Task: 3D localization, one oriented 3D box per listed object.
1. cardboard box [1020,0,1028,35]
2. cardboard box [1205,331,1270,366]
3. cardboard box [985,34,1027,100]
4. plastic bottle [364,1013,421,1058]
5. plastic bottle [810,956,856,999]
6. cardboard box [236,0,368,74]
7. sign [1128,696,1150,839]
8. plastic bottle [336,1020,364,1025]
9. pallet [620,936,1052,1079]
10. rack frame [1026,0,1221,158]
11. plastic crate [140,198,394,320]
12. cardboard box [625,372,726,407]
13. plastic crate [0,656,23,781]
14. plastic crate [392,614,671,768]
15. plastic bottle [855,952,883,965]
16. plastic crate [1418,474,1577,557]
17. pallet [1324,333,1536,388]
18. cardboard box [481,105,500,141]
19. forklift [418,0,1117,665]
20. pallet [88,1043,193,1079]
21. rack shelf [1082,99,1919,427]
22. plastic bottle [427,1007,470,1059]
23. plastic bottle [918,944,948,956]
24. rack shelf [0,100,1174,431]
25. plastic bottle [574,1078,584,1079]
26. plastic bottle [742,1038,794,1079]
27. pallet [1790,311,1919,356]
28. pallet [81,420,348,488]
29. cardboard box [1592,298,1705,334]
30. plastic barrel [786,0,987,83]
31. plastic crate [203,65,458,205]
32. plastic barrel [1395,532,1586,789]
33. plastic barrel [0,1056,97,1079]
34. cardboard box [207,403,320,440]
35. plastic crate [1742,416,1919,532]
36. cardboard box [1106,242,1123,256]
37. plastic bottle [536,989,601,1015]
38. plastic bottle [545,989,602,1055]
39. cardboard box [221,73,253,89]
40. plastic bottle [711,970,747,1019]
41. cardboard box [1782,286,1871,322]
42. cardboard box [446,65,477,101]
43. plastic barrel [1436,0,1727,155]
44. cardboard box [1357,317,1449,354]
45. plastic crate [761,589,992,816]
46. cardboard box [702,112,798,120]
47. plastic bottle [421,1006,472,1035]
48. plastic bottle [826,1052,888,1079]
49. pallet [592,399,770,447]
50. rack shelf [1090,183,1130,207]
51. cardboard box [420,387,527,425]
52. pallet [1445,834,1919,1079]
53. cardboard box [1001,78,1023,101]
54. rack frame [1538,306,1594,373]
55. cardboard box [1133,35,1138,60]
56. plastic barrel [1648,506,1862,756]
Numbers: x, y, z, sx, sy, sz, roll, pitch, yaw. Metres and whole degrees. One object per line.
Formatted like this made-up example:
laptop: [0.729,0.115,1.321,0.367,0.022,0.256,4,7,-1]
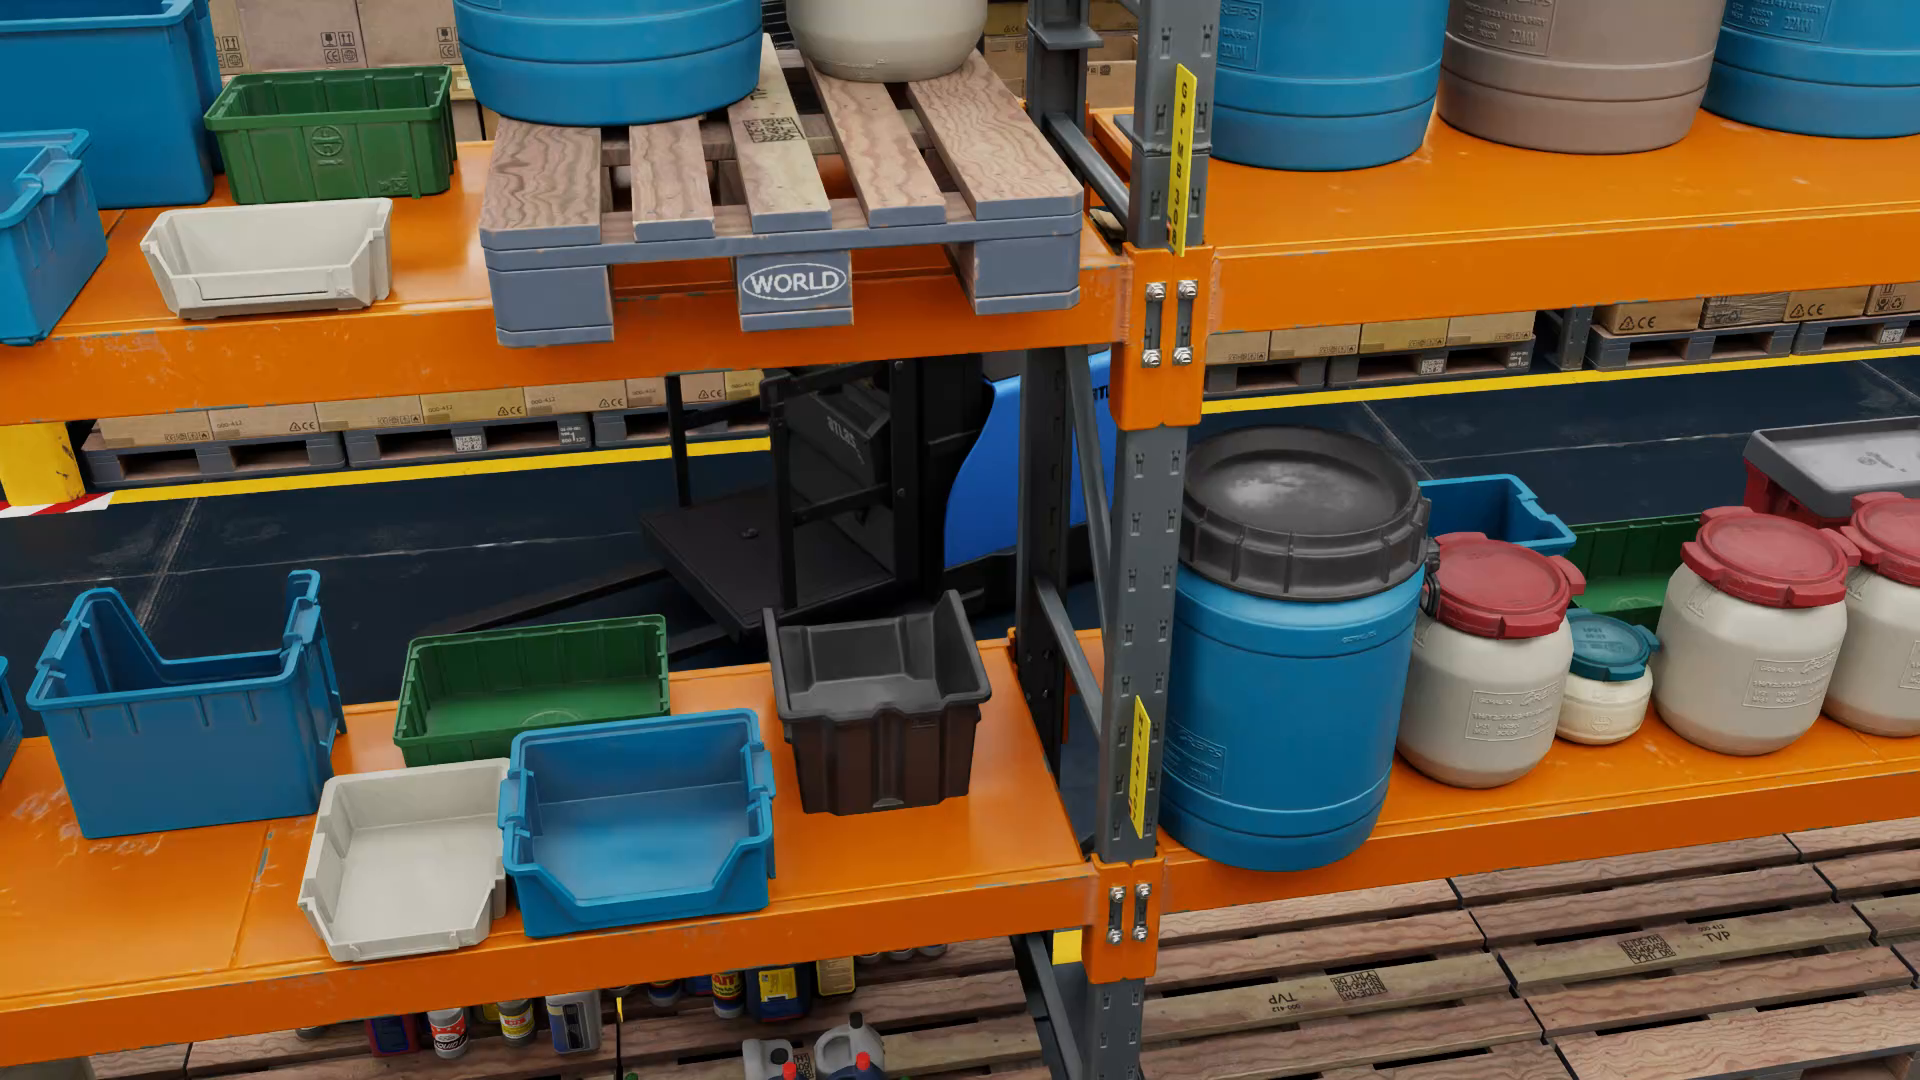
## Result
cardboard box: [0.680,-4.232,13.280,0.500,0.250,0.500,-5,31,-9]
cardboard box: [1.371,-1.173,9.085,0.500,0.250,0.500,-5,31,-8]
cardboard box: [0.251,-3.879,13.420,0.500,0.500,0.700,-5,31,-8]
plastic bottle: [-1.628,1.350,4.740,0.133,0.283,0.061,-5,31,-9]
plastic bottle: [-0.380,1.234,4.937,0.133,0.283,0.061,-5,31,-9]
cardboard box: [-2.991,-2.499,7.662,0.500,0.500,0.700,-5,31,-9]
sign: [0.394,0.502,3.663,0.005,0.325,0.100,-5,31,-9]
plastic bottle: [-1.789,1.287,4.848,0.133,0.283,0.061,-5,31,-8]
pallet: [-0.362,1.589,4.840,1.213,0.211,1.003,-5,31,-9]
rack frame: [0.306,-2.240,2.681,0.127,3.000,1.000,-5,31,-9]
plastic crate: [-1.200,-0.485,2.916,0.396,0.136,0.243,-5,31,-9]
cardboard box: [-1.493,-0.927,8.666,0.500,0.250,0.500,-5,31,-9]
plastic crate: [-2.550,0.524,4.046,0.408,0.251,0.499,-5,31,-9]
plastic crate: [-1.080,0.421,4.284,0.662,0.188,0.450,-5,31,-9]
plastic bottle: [-0.286,1.192,5.090,0.097,0.201,0.097,0,30,0]
plastic crate: [1.335,0.097,4.641,0.575,0.384,0.392,-5,31,-9]
pallet: [2.535,-1.231,9.636,1.213,0.211,1.003,-5,31,-9]
cardboard box: [-2.030,-2.028,8.141,0.500,0.500,0.700,-5,31,-8]
forklift: [-0.721,-0.969,6.507,3.031,2.935,1.130,-18,35,-28]
pallet: [-2.762,1.812,4.461,1.213,0.211,1.003,-5,31,-9]
rack shelf: [2.273,-0.819,3.934,4.000,0.370,1.077,-5,31,-9]
plastic bottle: [-1.471,1.380,4.770,0.097,0.201,0.097,0,30,0]
plastic bottle: [-0.086,1.143,5.104,0.097,0.271,0.097,0,30,0]
rack shelf: [-1.661,-0.454,3.313,4.000,0.370,1.077,-5,31,-9]
plastic bottle: [-0.962,1.537,4.423,0.133,0.283,0.061,-5,31,-9]
plastic bottle: [-0.516,1.479,4.528,0.135,0.276,0.152,-5,31,-9]
pallet: [5.291,-1.446,10.001,1.213,0.211,1.003,-5,31,-9]
pallet: [-3.772,-0.647,8.642,1.213,0.211,1.003,-5,31,-9]
cardboard box: [3.851,-1.500,9.374,0.500,0.500,0.500,-4,31,-7]
plastic barrel: [-0.153,-1.235,3.406,0.421,0.512,0.421,0,30,0]
plastic crate: [-1.295,-0.847,3.481,0.450,0.188,0.336,-5,31,-9]
plastic barrel: [1.287,0.310,4.130,0.433,0.535,0.433,0,30,0]
plastic barrel: [-2.502,1.459,4.350,0.421,0.512,0.421,0,30,0]
cardboard box: [-3.458,-0.740,8.347,0.500,0.250,0.500,-5,31,-9]
plastic crate: [2.596,-0.052,4.815,0.583,0.464,0.402,-5,31,-9]
cardboard box: [0.871,-1.366,8.858,0.500,0.311,0.500,-6,31,-11]
plastic bottle: [-1.167,1.221,4.893,0.185,0.351,0.144,-6,31,-9]
plastic bottle: [-1.115,1.325,4.790,0.135,0.276,0.152,-5,31,-9]
cardboard box: [-3.339,-2.079,7.588,0.250,0.149,0.380,-6,31,-10]
plastic bottle: [-0.684,1.273,4.883,0.097,0.271,0.097,0,30,0]
cardboard box: [4.860,-1.594,9.534,0.500,0.500,0.500,-6,31,-10]
cardboard box: [-2.321,-2.174,7.749,0.250,0.149,0.380,-4,31,-7]
plastic barrel: [1.411,-1.377,3.679,0.600,0.901,0.600,0,30,0]
cardboard box: [2.372,-1.266,9.242,0.500,0.250,0.500,-6,31,-10]
plastic crate: [-0.232,0.357,4.244,0.504,0.338,0.767,-5,31,-9]
cardboard box: [-1.018,-2.123,8.303,0.500,0.500,0.700,-6,31,-10]
plastic bottle: [-1.512,1.288,4.854,0.135,0.276,0.152,-6,31,-10]
plastic bottle: [-0.276,1.501,4.417,0.185,0.351,0.144,-6,31,-10]
pallet: [-1.372,-0.870,9.021,1.213,0.211,1.003,-5,31,-9]
rack shelf: [1.385,-1.996,8.895,4.000,0.370,1.077,-5,31,-9]
cardboard box: [-2.474,-0.828,8.498,0.500,0.250,0.500,-5,31,-9]
pallet: [2.274,1.344,5.256,1.213,0.211,1.003,-5,31,-9]
cardboard box: [0.249,-2.238,8.729,0.258,0.266,0.396,-6,31,-10]
rack frame: [3.352,-2.489,9.023,0.127,3.000,1.000,-5,31,-9]
cardboard box: [1.187,-2.323,8.642,0.500,0.500,0.500,-5,31,-9]
plastic barrel: [2.008,0.243,4.244,0.433,0.535,0.433,0,30,0]
